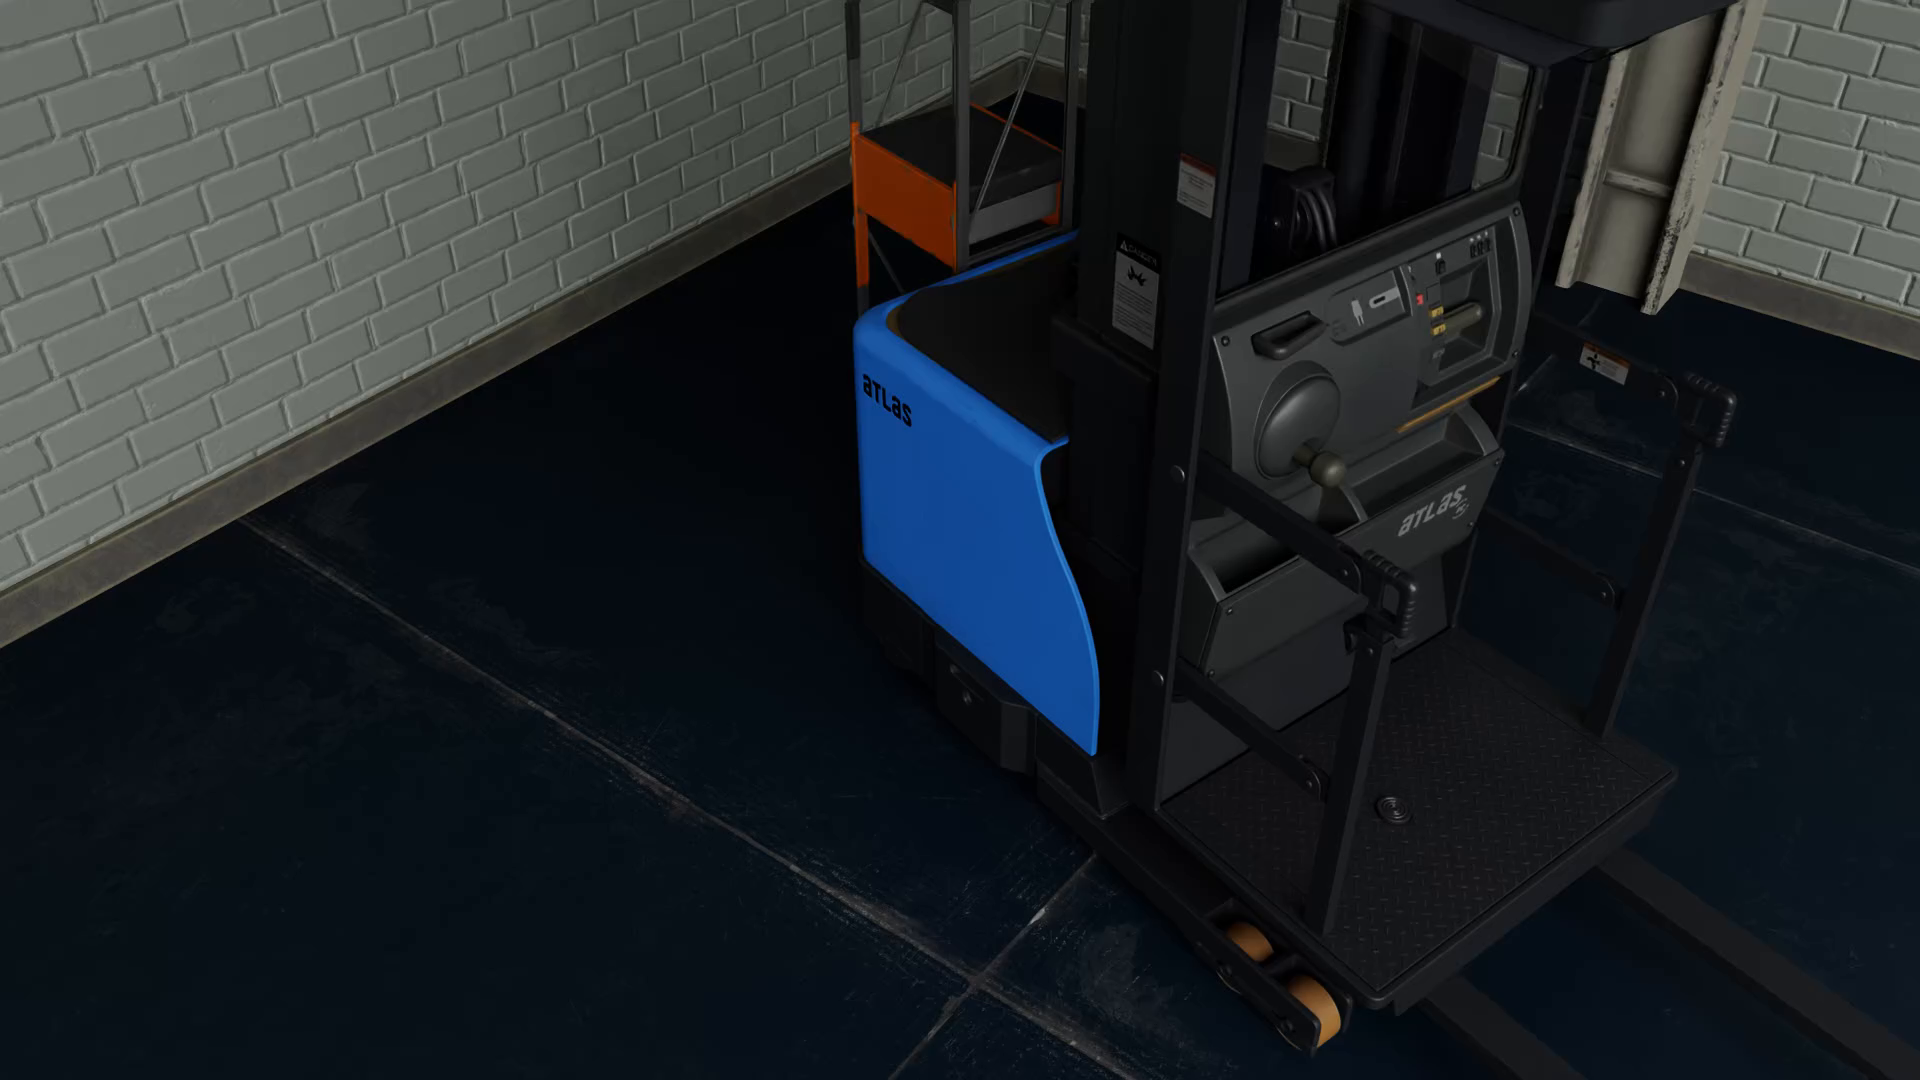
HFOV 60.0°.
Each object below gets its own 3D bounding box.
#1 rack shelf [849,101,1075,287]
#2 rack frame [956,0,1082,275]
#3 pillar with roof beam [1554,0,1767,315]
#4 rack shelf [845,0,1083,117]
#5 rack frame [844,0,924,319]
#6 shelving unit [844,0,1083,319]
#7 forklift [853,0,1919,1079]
[{"bbox_3d":[0.003,-0.921,4.745,0.431,0.518,0.480,-25,45,-29],"label":"rack shelf"},{"bbox_3d":[0.151,-0.812,4.584,0.400,2.100,0.015,-25,45,-29],"label":"rack frame"},{"bbox_3d":[-0.033,-2.440,1.067,0.400,9.000,9.100,25,45,29],"label":"pillar with roof beam"},{"bbox_3d":[0.003,-1.472,4.313,0.431,0.518,0.480,-25,45,-29],"label":"rack shelf"},{"bbox_3d":[-0.146,-1.051,4.889,0.400,2.100,0.015,-25,45,-29],"label":"rack frame"},{"bbox_3d":[0.003,-0.931,4.736,0.431,2.100,0.503,-25,45,-29],"label":"shelving unit"},{"bbox_3d":[1.003,-0.349,3.318,1.130,2.935,3.031,-25,45,-29],"label":"forklift"}]
